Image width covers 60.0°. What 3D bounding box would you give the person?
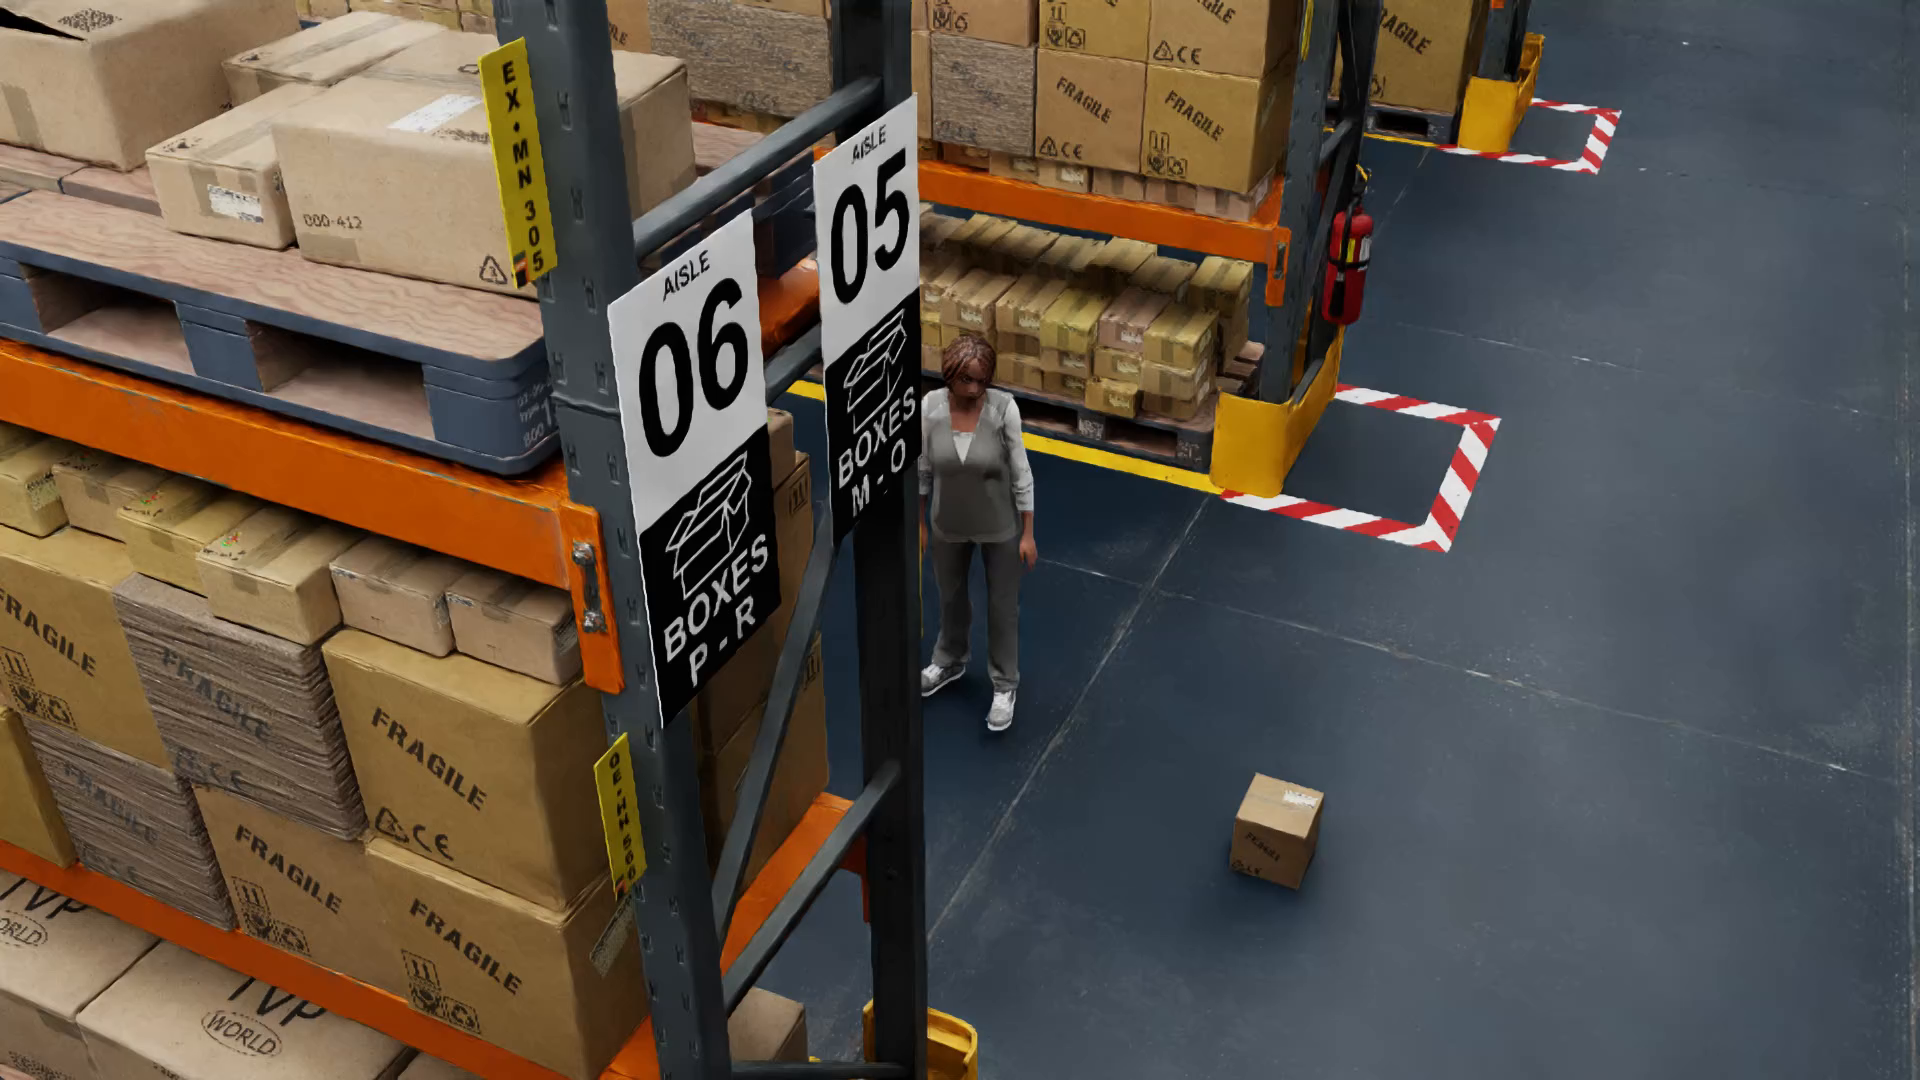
[{"bbox_3d":[0.041,-0.021,6.135,0.506,1.602,0.406,7,35,11],"label":"person"}]
